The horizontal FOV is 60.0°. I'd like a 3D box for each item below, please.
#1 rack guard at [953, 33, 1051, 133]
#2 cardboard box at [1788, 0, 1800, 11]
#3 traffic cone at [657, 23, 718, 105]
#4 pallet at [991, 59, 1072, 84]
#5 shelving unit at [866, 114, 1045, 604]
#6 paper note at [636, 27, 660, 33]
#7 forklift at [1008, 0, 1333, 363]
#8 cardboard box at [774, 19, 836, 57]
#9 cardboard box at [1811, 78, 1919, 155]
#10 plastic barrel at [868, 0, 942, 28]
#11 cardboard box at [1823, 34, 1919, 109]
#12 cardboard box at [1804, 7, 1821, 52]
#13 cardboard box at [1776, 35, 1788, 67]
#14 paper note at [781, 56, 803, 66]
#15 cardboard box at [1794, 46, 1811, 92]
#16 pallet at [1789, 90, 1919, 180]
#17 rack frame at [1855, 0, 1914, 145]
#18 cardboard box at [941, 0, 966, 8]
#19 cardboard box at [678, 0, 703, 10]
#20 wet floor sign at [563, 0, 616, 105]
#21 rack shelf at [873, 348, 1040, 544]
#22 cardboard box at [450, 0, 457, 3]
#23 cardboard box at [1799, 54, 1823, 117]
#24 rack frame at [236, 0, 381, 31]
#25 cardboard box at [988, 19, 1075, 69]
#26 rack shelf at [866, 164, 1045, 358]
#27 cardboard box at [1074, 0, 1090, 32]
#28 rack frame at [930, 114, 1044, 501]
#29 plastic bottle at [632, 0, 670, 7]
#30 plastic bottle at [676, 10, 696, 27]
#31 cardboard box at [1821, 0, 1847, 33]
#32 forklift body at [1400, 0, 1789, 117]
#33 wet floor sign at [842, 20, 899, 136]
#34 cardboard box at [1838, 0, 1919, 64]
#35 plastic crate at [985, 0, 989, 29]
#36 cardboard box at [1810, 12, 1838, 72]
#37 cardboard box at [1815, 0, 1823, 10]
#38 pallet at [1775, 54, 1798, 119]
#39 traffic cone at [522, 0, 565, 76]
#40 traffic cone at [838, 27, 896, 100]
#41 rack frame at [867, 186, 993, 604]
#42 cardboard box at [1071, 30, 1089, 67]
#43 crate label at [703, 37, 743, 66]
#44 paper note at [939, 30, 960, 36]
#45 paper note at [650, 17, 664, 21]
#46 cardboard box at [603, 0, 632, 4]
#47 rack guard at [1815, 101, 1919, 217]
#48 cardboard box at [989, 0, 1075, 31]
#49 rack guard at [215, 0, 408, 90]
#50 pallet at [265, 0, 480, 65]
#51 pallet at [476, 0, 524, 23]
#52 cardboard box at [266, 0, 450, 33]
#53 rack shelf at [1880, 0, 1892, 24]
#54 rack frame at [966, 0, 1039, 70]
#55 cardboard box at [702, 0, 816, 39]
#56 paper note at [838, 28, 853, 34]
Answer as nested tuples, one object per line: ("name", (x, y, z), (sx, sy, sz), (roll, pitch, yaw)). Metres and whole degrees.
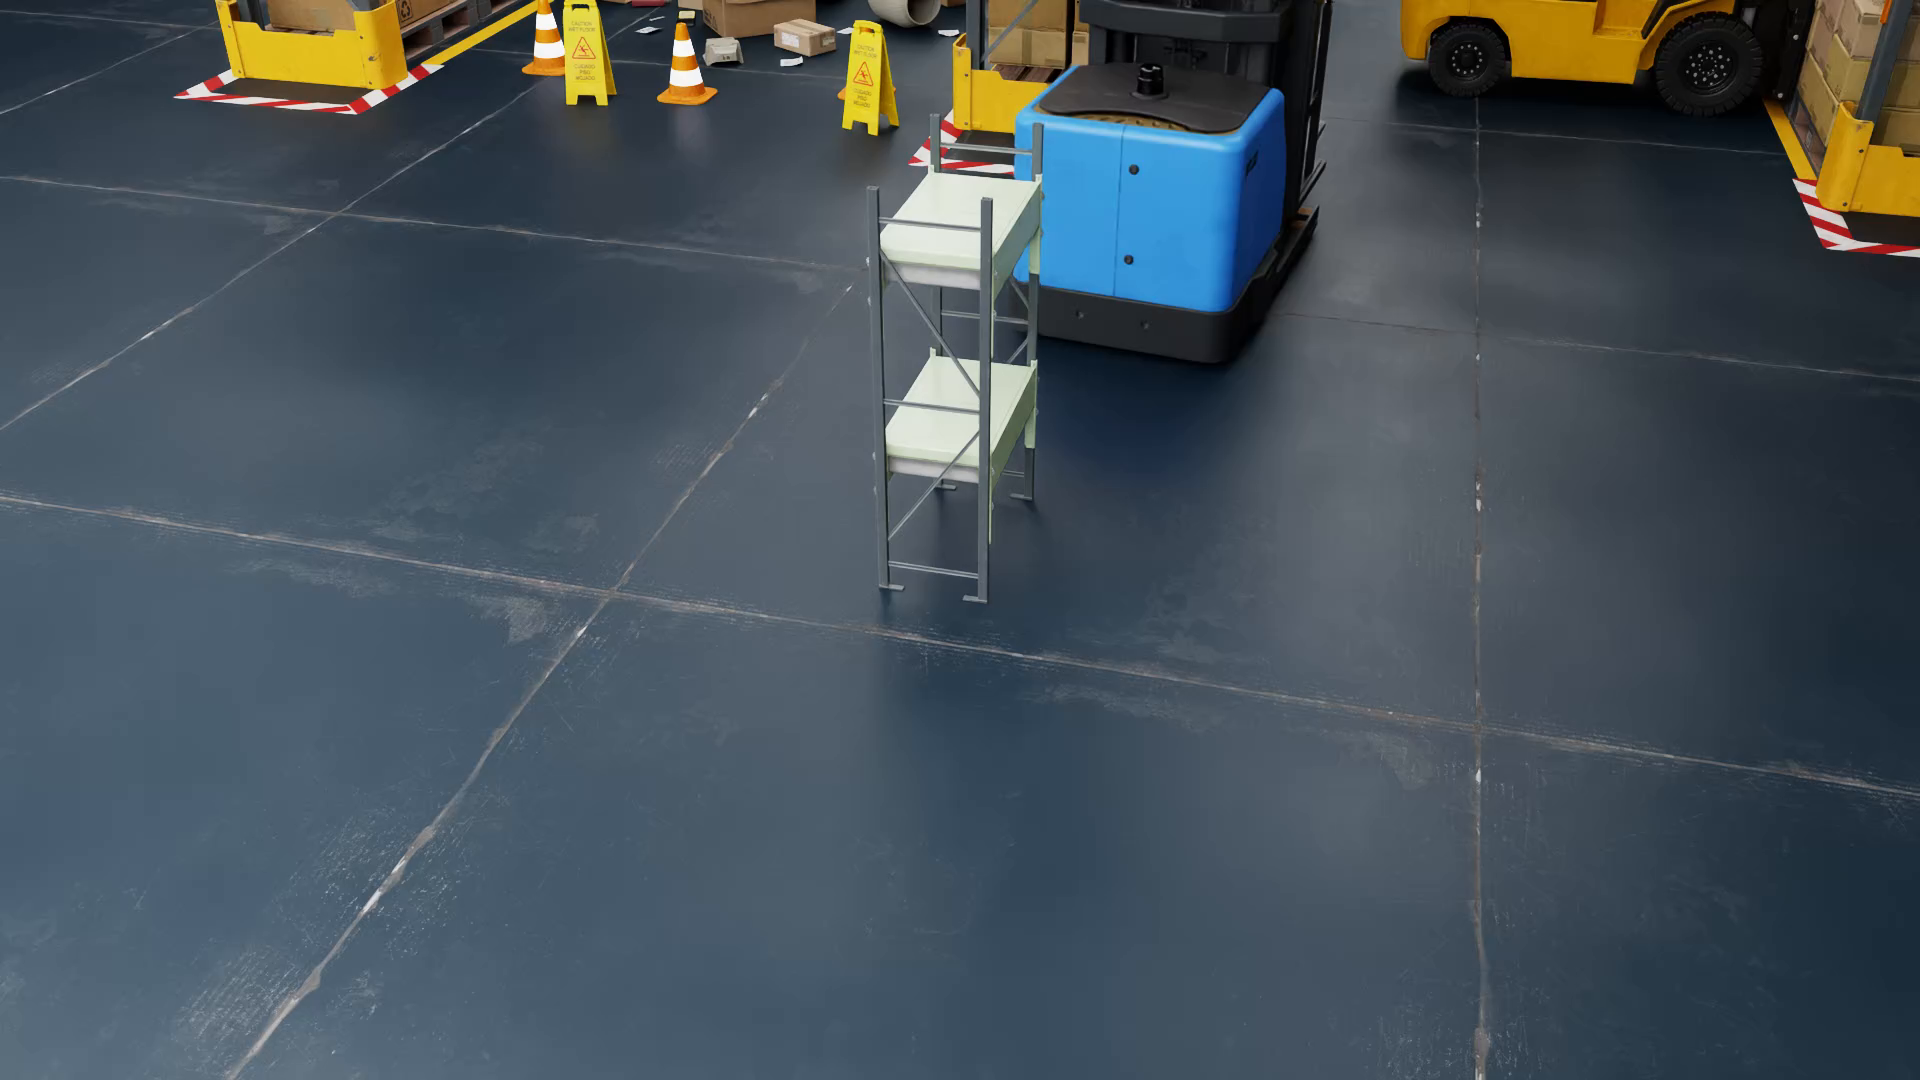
("rack guard", (0.553, -2.752, 10.114), (1.175, 0.500, 0.348), (8, 33, 12))
("cardboard box", (5.536, -3.406, 10.517), (0.500, 0.250, 0.500), (8, 33, 12))
("traffic cone", (-1.764, -3.071, 10.649), (0.336, 0.463, 0.334), (8, 33, 12))
("pallet", (0.794, -3.047, 10.847), (1.003, 0.211, 1.213), (8, 33, 12))
("shelving unit", (-0.002, -0.629, 5.842), (0.431, 1.500, 0.755), (8, 33, 12))
("paper note", (-2.250, -3.697, 12.038), (0.144, 0.017, 0.142), (20, 38, 29))
("forklift", (1.241, -2.798, 7.920), (1.130, 2.935, 3.031), (12, 34, 18))
("cardboard box", (-1.087, -3.520, 11.648), (0.380, 0.149, 0.250), (28, 42, 36))
("cardboard box", (5.150, -2.398, 9.397), (0.500, 0.250, 0.500), (8, 33, 13))
("plastic barrel", (-0.406, -3.959, 12.082), (0.421, 0.421, 0.512), (-21, 38, -29))
("cardboard box", (5.157, -2.617, 9.276), (0.500, 0.250, 0.500), (8, 33, 12))
("cardboard box", (5.406, -3.146, 10.109), (0.500, 0.250, 0.500), (7, 33, 11))
("cardboard box", (5.531, -3.185, 10.636), (0.500, 0.250, 0.500), (9, 34, 14))
("paper note", (-1.151, -3.276, 11.375), (0.148, 0.019, 0.142), (-3, 33, -4))
("cardboard box", (5.421, -2.913, 10.207), (0.500, 0.250, 0.500), (8, 33, 13))
("pallet", (5.490, -2.320, 9.702), (1.003, 0.211, 1.213), (8, 33, 12))
("rack frame", (5.336, -3.094, 8.321), (1.000, 3.000, 0.127), (8, 33, 12))
("cardboard box", (-0.039, -4.419, 12.733), (0.500, 0.500, 0.500), (-21, 38, -29))
("cardboard box", (-1.919, -4.168, 12.560), (0.396, 0.266, 0.258), (14, 35, 21))
("wet floor sign", (-2.372, -3.111, 10.542), (0.267, 0.644, 0.232), (3, 33, 4))
("rack shelf", (-0.002, -0.354, 6.017), (0.431, 0.370, 0.720), (8, 33, 12))
("cardboard box", (-3.950, -4.488, 12.102), (0.875, 0.875, 0.875), (8, 33, 12))
("cardboard box", (5.285, -2.654, 9.801), (0.500, 0.250, 0.500), (8, 33, 12))
("rack frame", (-4.279, -4.389, 10.358), (1.000, 3.000, 0.127), (8, 33, 12))
("cardboard box", (0.485, -3.253, 10.743), (0.500, 0.250, 0.500), (8, 33, 12))
("rack shelf", (-0.002, -0.959, 5.633), (0.431, 0.370, 0.720), (8, 33, 12))
("cardboard box", (1.012, -3.494, 10.423), (0.500, 0.500, 0.500), (7, 33, 11))
("rack frame", (0.091, -0.819, 6.141), (0.400, 1.500, 0.023), (8, 33, 12))
("plastic bottle", (-2.345, -4.097, 12.637), (0.283, 0.061, 0.133), (-3, 33, -4))
("plastic bottle", (-2.013, -3.848, 12.245), (0.133, 0.061, 0.283), (-3, 33, -4))
("cardboard box", (5.275, -3.080, 9.538), (0.500, 0.250, 0.500), (9, 33, 13))
("forklift body", (4.053, -3.968, 10.487), (2.313, 2.155, 1.214), (8, 33, 12))
("wet floor sign", (-0.549, -2.821, 10.087), (0.267, 0.644, 0.232), (20, 38, 29))
("cardboard box", (5.152, -2.814, 9.120), (0.500, 0.250, 0.500), (9, 34, 14))
("plastic crate", (0.358, -3.908, 12.323), (0.402, 0.080, 0.583), (-3, 33, -4))
("cardboard box", (5.295, -2.876, 9.683), (0.500, 0.250, 0.500), (8, 33, 12))
("cardboard box", (5.394, -3.343, 9.952), (0.500, 0.250, 0.500), (8, 33, 13))
("pallet", (5.802, -2.951, 10.695), (1.003, 0.211, 1.213), (8, 33, 12))
("traffic cone", (-2.771, -3.401, 11.168), (0.336, 0.463, 0.334), (8, 33, 12))
("traffic cone", (-0.604, -3.096, 10.689), (0.336, 0.463, 0.334), (8, 33, 12))
("rack frame", (-0.095, -0.440, 5.543), (0.400, 1.500, 0.023), (8, 33, 12))
("cardboard box", (1.006, -3.166, 10.605), (0.500, 0.250, 0.500), (8, 33, 12))
("crate label", (-1.625, -3.350, 11.391), (0.250, 0.136, 0.298), (-8, 33, -13))
("paper note", (-0.079, -3.661, 11.980), (0.142, 0.019, 0.148), (-3, 33, -4))
("paper note", (-2.245, -3.863, 12.316), (0.032, 0.001, 0.123), (28, 42, 36))
("cardboard box", (-2.666, -4.466, 12.807), (0.500, 0.500, 0.500), (14, 35, 21))
("rack guard", (5.330, -2.027, 8.972), (1.175, 0.500, 0.348), (8, 33, 12))
("cardboard box", (0.485, -3.552, 10.515), (0.500, 0.500, 0.500), (8, 33, 13))
("rack guard", (-4.286, -3.322, 11.009), (1.175, 0.500, 0.348), (8, 33, 12))
("pallet", (-4.152, -3.638, 11.776), (1.003, 0.211, 1.213), (8, 33, 12))
("pallet", (-3.841, -4.269, 12.769), (1.003, 0.211, 1.213), (8, 33, 12))
("cardboard box", (-4.171, -4.031, 11.384), (0.875, 0.875, 0.875), (8, 33, 13))
("rack shelf", (5.844, -3.828, 10.146), (1.077, 0.370, 4.000), (8, 33, 12))
("rack frame", (0.534, -3.768, 9.381), (1.000, 3.000, 0.127), (8, 33, 12))
("cardboard box", (-1.469, -3.970, 12.027), (0.797, 0.503, 0.637), (-14, 35, -21))
("paper note", (-0.791, -3.692, 12.040), (0.148, 0.019, 0.142), (20, 38, 29))
